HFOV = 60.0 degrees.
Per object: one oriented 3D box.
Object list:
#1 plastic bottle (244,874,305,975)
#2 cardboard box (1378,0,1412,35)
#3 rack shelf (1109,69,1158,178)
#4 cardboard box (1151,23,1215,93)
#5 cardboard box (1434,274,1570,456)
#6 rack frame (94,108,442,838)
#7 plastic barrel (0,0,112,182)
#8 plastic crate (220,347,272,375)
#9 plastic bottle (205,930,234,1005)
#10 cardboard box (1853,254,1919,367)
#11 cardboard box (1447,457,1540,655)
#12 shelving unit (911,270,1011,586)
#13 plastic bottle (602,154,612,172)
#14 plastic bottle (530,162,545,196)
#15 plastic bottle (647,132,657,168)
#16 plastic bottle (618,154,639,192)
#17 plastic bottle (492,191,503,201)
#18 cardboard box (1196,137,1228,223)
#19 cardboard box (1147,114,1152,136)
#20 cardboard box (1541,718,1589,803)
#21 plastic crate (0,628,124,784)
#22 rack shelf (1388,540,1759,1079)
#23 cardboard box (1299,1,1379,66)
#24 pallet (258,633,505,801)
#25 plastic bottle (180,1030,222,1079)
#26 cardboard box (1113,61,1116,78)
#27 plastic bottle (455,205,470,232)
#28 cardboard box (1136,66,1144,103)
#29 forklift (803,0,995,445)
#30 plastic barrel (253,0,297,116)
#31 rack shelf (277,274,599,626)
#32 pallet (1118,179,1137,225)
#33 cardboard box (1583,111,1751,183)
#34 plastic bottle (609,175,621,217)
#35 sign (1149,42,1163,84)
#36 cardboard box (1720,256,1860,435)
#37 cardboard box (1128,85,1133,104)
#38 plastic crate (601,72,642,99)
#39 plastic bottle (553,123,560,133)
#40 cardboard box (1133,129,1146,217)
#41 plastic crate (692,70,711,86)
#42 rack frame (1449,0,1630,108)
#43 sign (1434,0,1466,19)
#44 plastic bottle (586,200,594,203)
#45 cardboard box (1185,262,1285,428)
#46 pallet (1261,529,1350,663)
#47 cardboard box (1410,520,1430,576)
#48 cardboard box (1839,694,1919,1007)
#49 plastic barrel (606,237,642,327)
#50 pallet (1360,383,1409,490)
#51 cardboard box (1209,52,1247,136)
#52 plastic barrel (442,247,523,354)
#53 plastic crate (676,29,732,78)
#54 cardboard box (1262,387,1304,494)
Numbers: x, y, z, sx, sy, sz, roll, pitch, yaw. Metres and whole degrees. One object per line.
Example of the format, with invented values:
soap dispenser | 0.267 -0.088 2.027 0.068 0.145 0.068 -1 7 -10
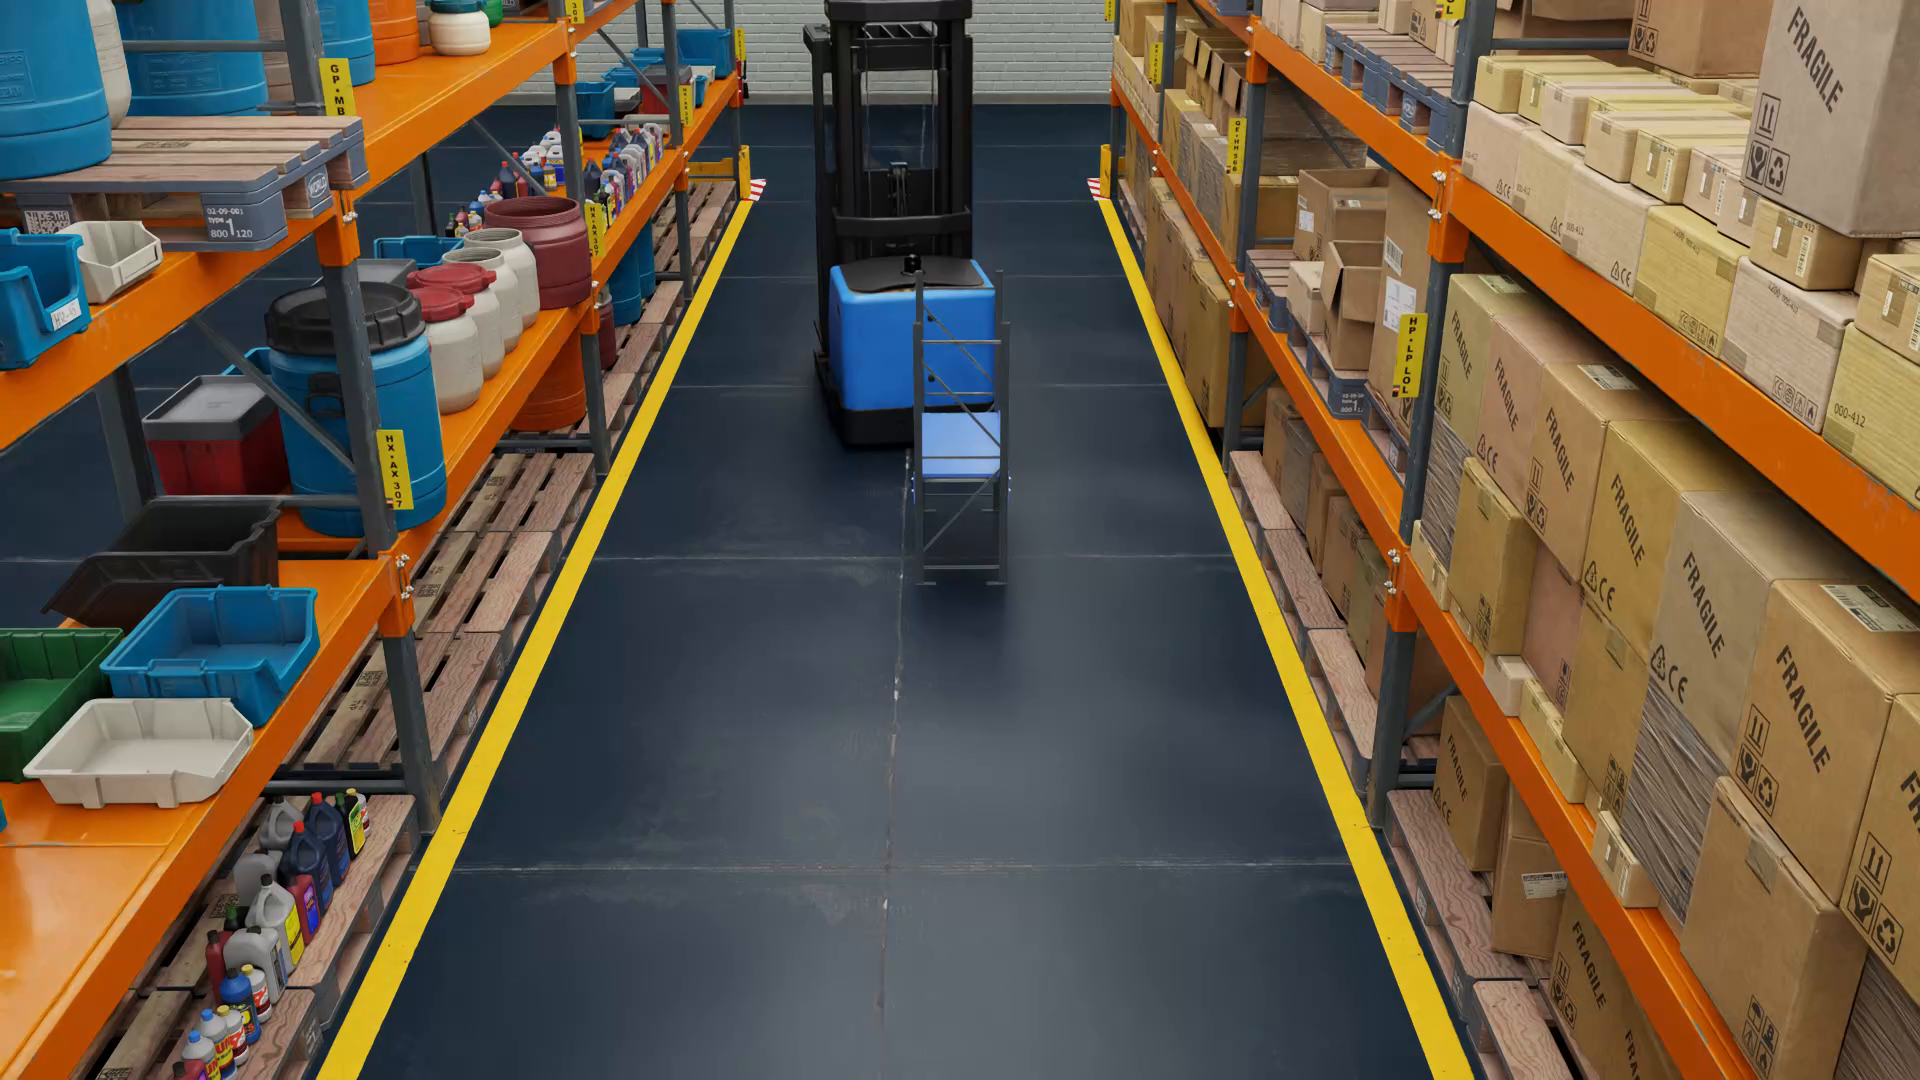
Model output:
plastic bottle | -2.412 1.339 5.830 0.144 0.351 0.185 0 24 -1
cardboard box | 2.119 -2.390 7.528 0.380 0.166 0.250 -1 24 -2
rack shelf | 2.130 -3.959 15.736 1.077 0.370 4.000 0 24 -1
cardboard box | 1.880 -4.060 13.997 0.500 0.500 0.500 0 24 1
cardboard box | 1.990 -0.616 5.777 0.500 0.500 0.500 0 24 -1
rack frame | -2.713 -0.144 6.428 1.000 3.000 0.127 0 24 -1
plastic barrel | -2.809 -1.520 4.712 0.600 0.901 0.708 0 24 -1
plastic crate | -3.036 -0.590 7.433 0.392 0.384 0.575 0 24 -1
plastic bottle | -2.521 1.437 5.694 0.061 0.283 0.133 0 24 -1
cardboard box | 1.943 -0.434 3.128 0.380 0.149 0.250 0 24 0
cardboard box | 2.153 0.045 5.529 0.875 0.500 0.500 0 24 -1
shelving unit | 0.001 -0.648 9.363 0.538 1.500 1.048 0 24 -1
plastic bottle | -2.584 -2.703 12.243 0.097 0.271 0.097 0 24 0
plastic bottle | -3.044 -2.585 11.981 0.097 0.271 0.097 0 24 0
plastic bottle | -2.469 -3.072 13.053 0.152 0.276 0.135 0 24 -1
plastic bottle | -2.459 -2.713 12.260 0.152 0.276 0.135 0 24 -1
plastic bottle | -3.181 -2.290 11.414 0.097 0.201 0.097 0 24 0
cardboard box | 1.934 -2.481 11.475 0.500 0.500 0.500 -1 24 -2
cardboard box | 1.818 -3.578 14.327 0.380 0.149 0.250 0 24 0
cardboard box | 1.971 0.656 4.963 0.380 0.149 0.250 0 24 -1
plastic crate | -2.981 0.513 5.232 0.450 0.188 0.662 0 24 -1
rack shelf | 2.261 0.986 4.803 1.077 0.370 4.000 0 24 -1
cardboard box | 1.967 -2.494 8.167 0.500 0.250 0.500 0 24 1
pallet | -2.761 0.803 7.717 1.003 0.211 1.213 0 24 -1
plastic bottle | -2.381 1.657 5.222 0.097 0.271 0.097 0 24 0
cardboard box | 1.783 -4.849 17.135 0.380 0.149 0.250 0 24 0
plastic bottle | -3.190 -1.999 10.671 0.061 0.283 0.133 0 24 -1
cardboard box | 1.871 -4.134 15.071 0.500 0.250 0.500 0 24 1
forklift | -0.497 -2.542 11.813 1.130 2.935 3.031 -4 25 -9
plastic barrel | -2.943 -2.217 6.763 0.600 0.901 0.600 0 24 0
rack shelf | -2.735 -0.640 8.398 1.077 0.370 4.000 0 24 -1
pallet | 2.196 -3.511 17.257 1.003 0.211 1.213 0 24 -1
cardboard box | 1.949 -1.078 4.553 0.380 0.149 0.250 -1 24 -2
plastic bottle | -2.405 -2.395 11.547 0.061 0.283 0.133 0 24 -1
sign | 1.597 -3.890 13.564 0.100 0.325 0.005 0 24 -1
cardboard box | 2.018 -0.431 3.604 0.500 0.250 0.500 0 24 1
cardboard box | 1.801 -4.215 15.734 0.380 0.149 0.250 -1 24 -2
plastic crate | -3.153 -4.270 15.682 0.416 0.233 0.300 0 24 -1
plastic bottle | -3.222 -3.179 13.281 0.061 0.283 0.133 0 24 -1
cardboard box | 2.206 -3.696 16.350 0.875 0.875 0.875 0 24 -1
plastic crate | -2.665 -4.541 16.397 0.396 0.136 0.243 0 24 -1
rack frame | 2.240 -2.899 5.241 1.000 3.000 0.127 0 24 -1
sign | 1.685 -1.944 5.662 0.100 0.325 0.005 0 24 -1
plastic bottle | -2.443 -2.106 10.917 0.152 0.276 0.135 0 24 -1
cardboard box | 2.209 -1.322 11.102 1.225 0.875 0.875 -1 24 -3
pallet | 2.213 0.280 8.875 1.003 0.211 1.213 0 24 -1
cardboard box | 1.941 0.038 6.330 0.380 0.149 0.250 0 24 -1
cardboard box | 2.030 0.620 3.043 0.500 0.500 0.500 0 24 -1
plastic barrel | -2.804 -2.159 12.921 0.600 0.901 0.708 0 24 -1
pallet | 2.377 -0.394 7.214 1.003 0.211 1.213 0 24 -1
cardboard box | 2.186 -3.163 11.765 0.797 0.503 0.637 1 24 1
plastic barrel | -2.527 -1.246 8.730 0.421 0.512 0.421 0 24 0
plastic crate | -2.654 -4.995 17.038 0.616 0.435 0.499 0 24 -1
cardboard box | 2.223 -0.600 9.936 0.700 0.500 0.500 -2 24 -3
